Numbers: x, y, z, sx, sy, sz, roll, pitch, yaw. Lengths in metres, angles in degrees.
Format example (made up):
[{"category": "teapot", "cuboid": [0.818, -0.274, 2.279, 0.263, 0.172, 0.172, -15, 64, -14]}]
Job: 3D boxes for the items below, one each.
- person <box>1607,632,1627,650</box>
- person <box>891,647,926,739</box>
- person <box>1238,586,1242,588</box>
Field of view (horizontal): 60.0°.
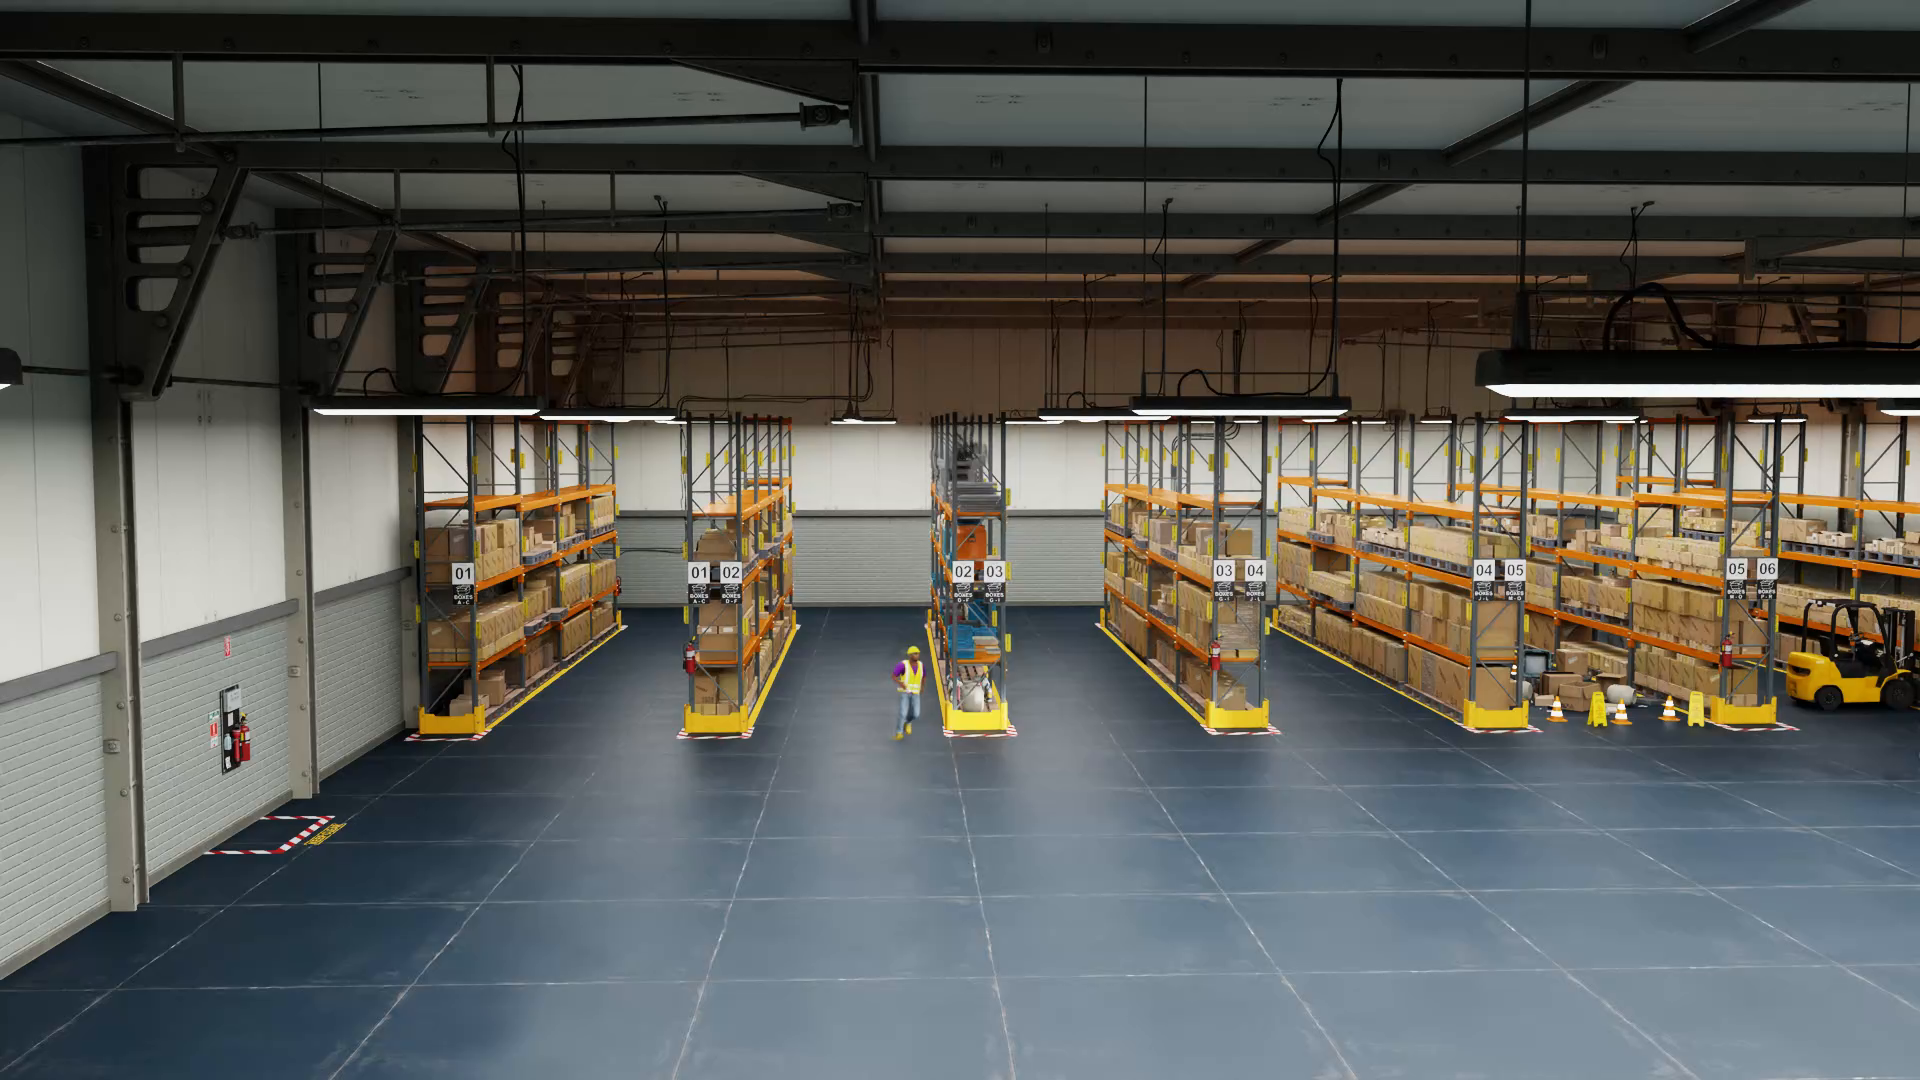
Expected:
[{"category": "person", "cuboid": [16.558, 2.052, 41.910, 0.568, 1.674, 0.844, 0, 4, -6]}, {"category": "person", "cuboid": [-0.901, 2.799, 30.578, 0.701, 1.686, 0.540, -1, 4, -21]}, {"category": "person", "cuboid": [7.723, 1.669, 47.951, 0.875, 1.609, 0.501, 4, 5, 44]}]
